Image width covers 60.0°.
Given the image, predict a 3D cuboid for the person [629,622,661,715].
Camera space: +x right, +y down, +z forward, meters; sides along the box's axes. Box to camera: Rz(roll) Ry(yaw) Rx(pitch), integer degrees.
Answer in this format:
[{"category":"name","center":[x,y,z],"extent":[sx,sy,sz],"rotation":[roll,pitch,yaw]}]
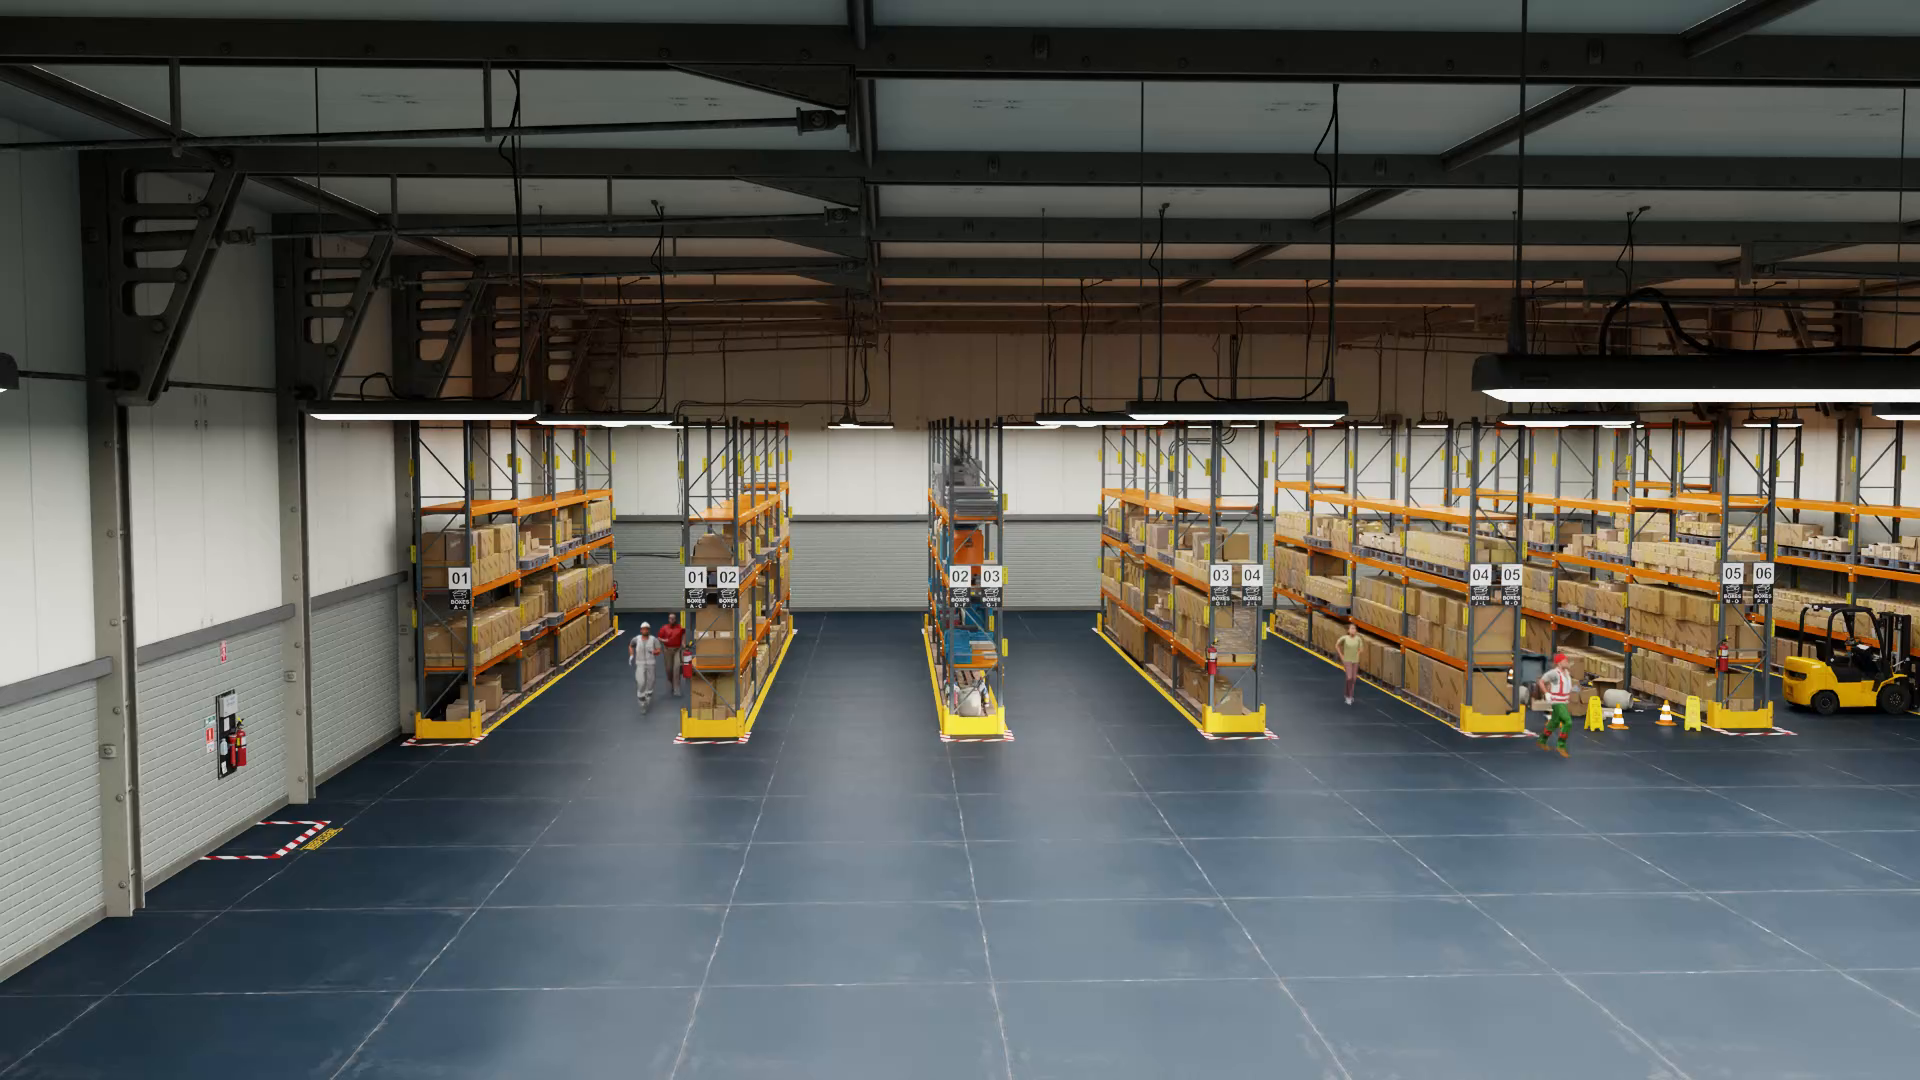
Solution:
[{"category":"person","center":[-6.442,2.594,34.024],"extent":[0.649,1.837,0.835],"rotation":[-1,4,-14]}]

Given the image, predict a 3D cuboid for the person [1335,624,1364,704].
[{"category":"person","center":[8.245,2.622,35.102],"extent":[0.569,1.716,0.615],"rotation":[0,4,-7]}]

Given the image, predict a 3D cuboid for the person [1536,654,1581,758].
[{"category":"person","center":[10.574,2.916,29.405],"extent":[0.635,1.840,0.777],"rotation":[-4,5,-43]}]

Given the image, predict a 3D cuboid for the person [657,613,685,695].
[{"category":"person","center":[-6.280,2.472,36.356],"extent":[0.659,1.732,0.966],"rotation":[-1,4,-11]}]
